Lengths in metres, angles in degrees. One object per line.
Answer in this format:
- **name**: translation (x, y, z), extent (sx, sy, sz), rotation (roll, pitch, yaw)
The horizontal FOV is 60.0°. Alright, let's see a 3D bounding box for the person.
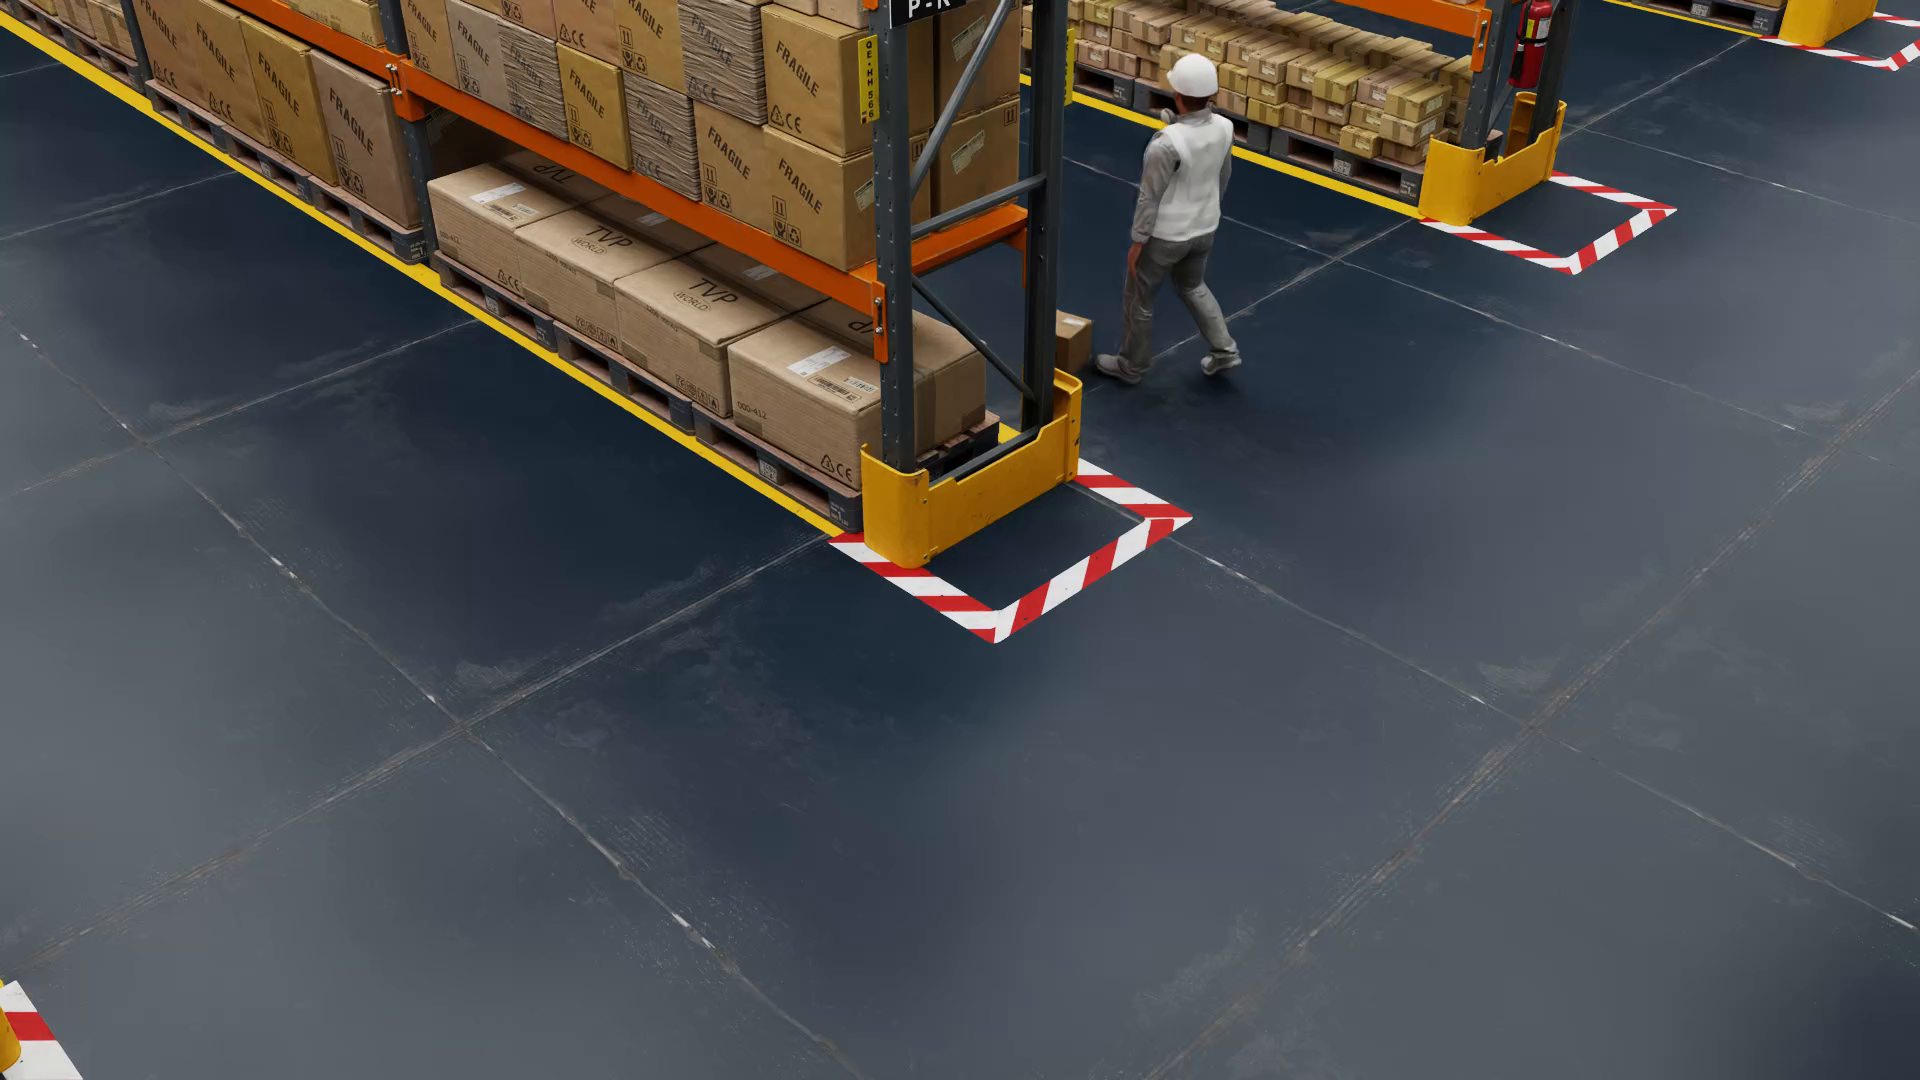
- **person**: translation (1.076, -1.585, 8.367), extent (0.628, 1.766, 0.667), rotation (-27, 43, -32)
